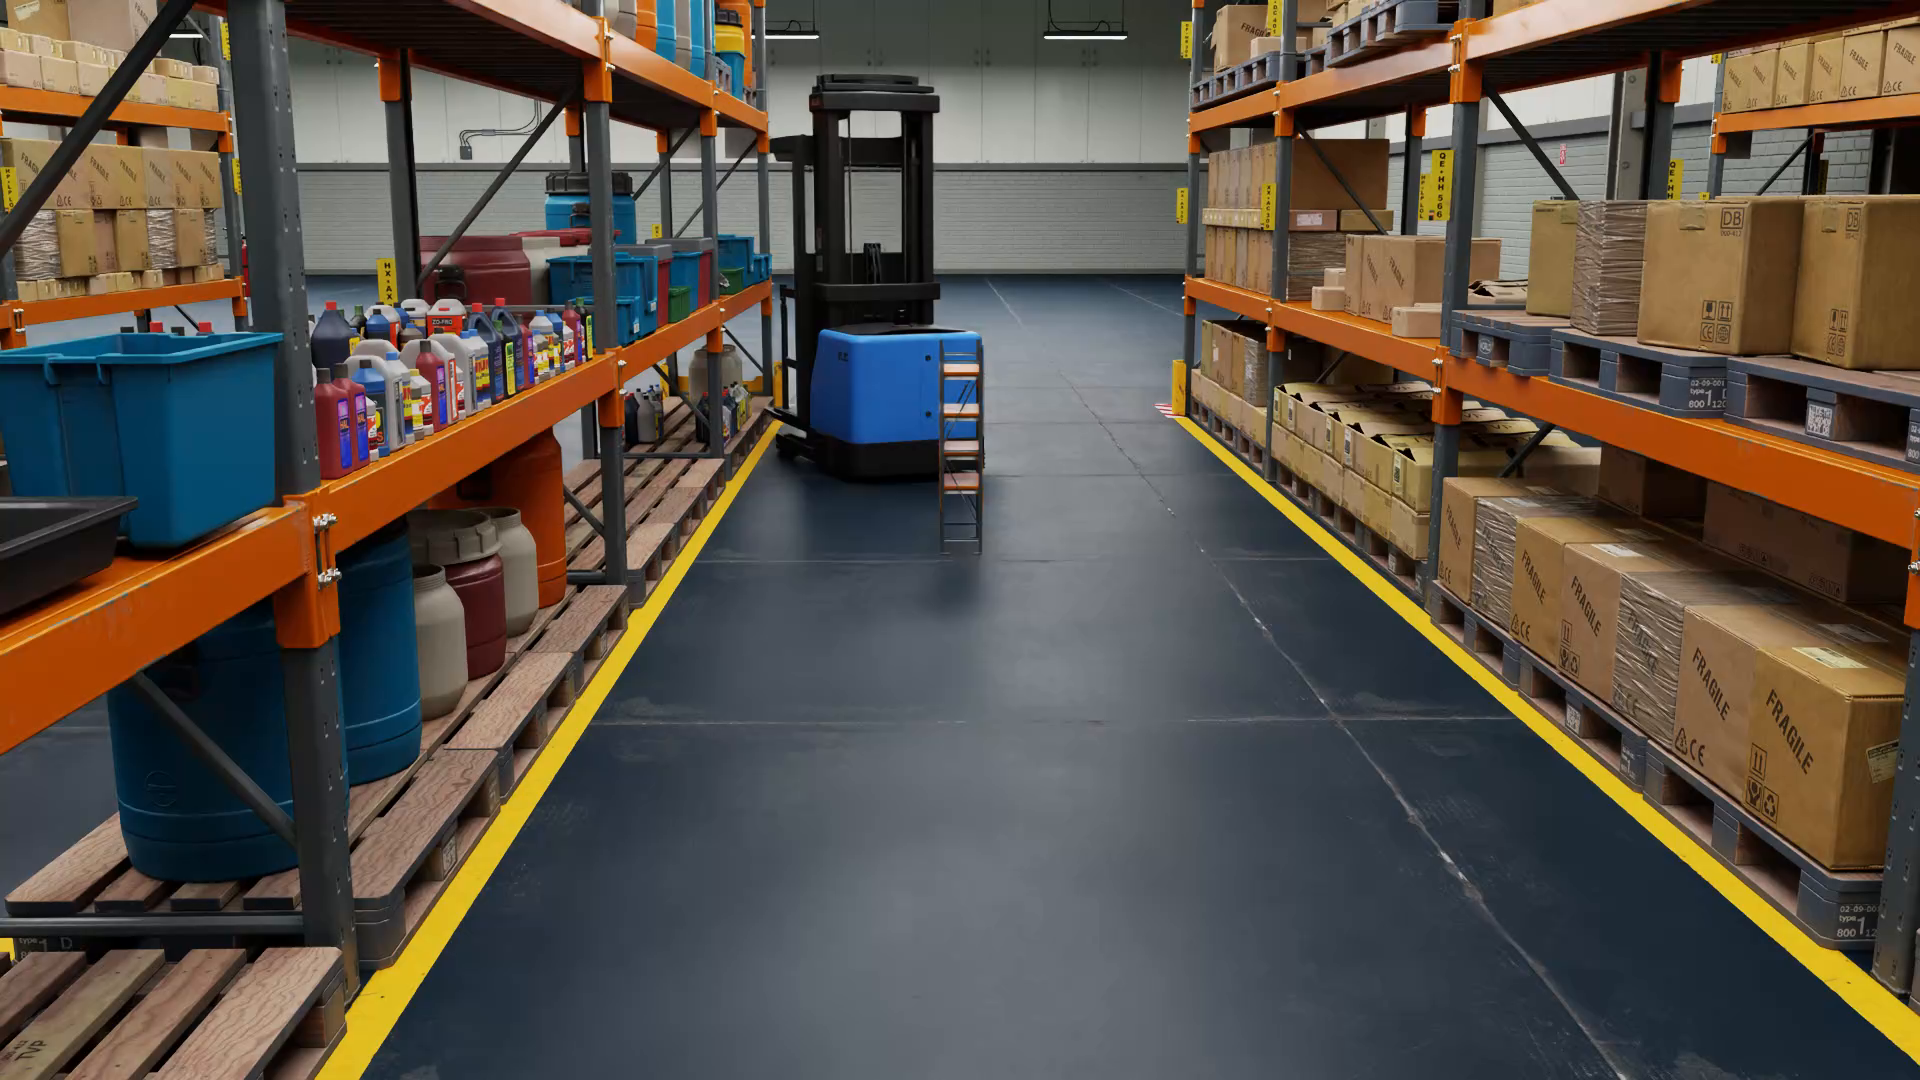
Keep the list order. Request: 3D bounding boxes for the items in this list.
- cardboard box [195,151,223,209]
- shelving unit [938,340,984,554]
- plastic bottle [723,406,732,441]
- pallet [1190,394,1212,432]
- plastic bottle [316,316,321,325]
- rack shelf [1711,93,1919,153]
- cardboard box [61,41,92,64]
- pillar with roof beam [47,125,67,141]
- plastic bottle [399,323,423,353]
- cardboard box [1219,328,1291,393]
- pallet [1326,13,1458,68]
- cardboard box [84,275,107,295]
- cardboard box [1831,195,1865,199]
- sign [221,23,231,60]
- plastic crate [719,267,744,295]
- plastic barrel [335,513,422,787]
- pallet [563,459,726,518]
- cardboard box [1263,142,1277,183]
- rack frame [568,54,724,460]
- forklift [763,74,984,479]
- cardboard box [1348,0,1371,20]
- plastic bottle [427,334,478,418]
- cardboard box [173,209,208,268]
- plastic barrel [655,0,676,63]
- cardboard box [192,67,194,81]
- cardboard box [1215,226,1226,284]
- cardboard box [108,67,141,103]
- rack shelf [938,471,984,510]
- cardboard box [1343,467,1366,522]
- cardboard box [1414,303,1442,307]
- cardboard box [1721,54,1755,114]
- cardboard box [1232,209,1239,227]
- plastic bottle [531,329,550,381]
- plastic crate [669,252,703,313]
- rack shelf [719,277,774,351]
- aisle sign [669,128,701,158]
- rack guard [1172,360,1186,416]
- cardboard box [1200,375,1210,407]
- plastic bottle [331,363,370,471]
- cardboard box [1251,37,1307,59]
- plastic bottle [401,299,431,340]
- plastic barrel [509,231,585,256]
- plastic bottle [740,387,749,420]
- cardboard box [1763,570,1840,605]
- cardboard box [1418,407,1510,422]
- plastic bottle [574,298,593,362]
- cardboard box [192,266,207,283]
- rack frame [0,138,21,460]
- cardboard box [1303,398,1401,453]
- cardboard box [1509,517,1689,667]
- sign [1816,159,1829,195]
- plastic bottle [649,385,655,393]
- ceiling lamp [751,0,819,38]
[{"bbox_3d":[-6.992,-3.231,14.926,0.500,0.500,0.500,0,11,-1],"label":"cardboard box"},{"bbox_3d":[0.003,-0.555,9.778,0.258,1.200,0.503,0,11,-1],"label":"shelving unit"},{"bbox_3d":[-1.818,-0.890,12.644,0.152,0.276,0.135,0,11,1],"label":"plastic bottle"},{"bbox_3d":[2.711,-1.176,15.324,1.003,0.211,1.213,0,11,-1],"label":"pallet"},{"bbox_3d":[-2.453,-0.727,6.423,0.097,0.271,0.097,0,11,0],"label":"plastic bottle"},{"bbox_3d":[7.648,-3.435,13.713,1.077,0.370,4.000,0,11,-1],"label":"rack shelf"},{"bbox_3d":[-6.891,-3.726,12.709,0.380,0.149,0.250,0,11,-2],"label":"cardboard box"},{"bbox_3d":[-19.324,-11.372,43.479,9.100,9.000,0.548,0,11,-1],"label":"pillar with roof beam"},{"bbox_3d":[-2.314,-0.812,7.017,0.097,0.201,0.097,0,11,0],"label":"plastic bottle"},{"bbox_3d":[2.471,-1.514,13.953,0.500,0.500,0.500,0,11,-1],"label":"cardboard box"},{"bbox_3d":[2.690,-2.838,9.436,1.003,0.211,1.213,0,11,1],"label":"pallet"},{"bbox_3d":[-6.875,-1.979,12.901,0.380,0.149,0.250,0,11,-1],"label":"cardboard box"},{"bbox_3d":[7.354,-2.516,13.358,0.500,0.500,0.500,-1,11,-3],"label":"cardboard box"},{"bbox_3d":[-6.695,-4.557,15.204,0.100,0.325,0.005,0,11,-1],"label":"sign"},{"bbox_3d":[-1.962,-2.047,13.136,0.450,0.188,0.662,0,11,-1],"label":"plastic crate"},{"bbox_3d":[-2.060,0.284,5.335,0.600,0.901,0.708,0,11,-1],"label":"plastic barrel"},{"bbox_3d":[-2.161,-0.357,11.288,1.003,0.211,1.213,0,11,-1],"label":"pallet"},{"bbox_3d":[2.709,-2.773,12.667,0.700,0.500,0.500,0,11,-1],"label":"cardboard box"},{"bbox_3d":[-2.216,-1.880,11.780,1.000,3.000,0.127,0,11,-1],"label":"rack frame"},{"bbox_3d":[-0.851,-2.131,13.190,1.130,2.935,3.031,-5,12,-22],"label":"forklift"},{"bbox_3d":[2.754,-3.270,10.409,0.500,0.250,0.500,-1,12,-7],"label":"cardboard box"},{"bbox_3d":[-1.703,-0.552,5.549,0.152,0.276,0.135,0,11,-1],"label":"plastic bottle"},{"bbox_3d":[-7.136,-2.641,14.532,0.875,0.500,0.500,0,11,-1],"label":"cardboard box"},{"bbox_3d":[-1.961,-3.235,9.656,0.600,0.901,0.708,0,11,-1],"label":"plastic barrel"},{"bbox_3d":[-7.045,-4.140,14.752,0.380,0.149,0.250,-1,11,-3],"label":"cardboard box"},{"bbox_3d":[2.666,-2.546,14.813,0.700,0.500,0.500,0,11,0],"label":"cardboard box"},{"bbox_3d":[-6.956,-3.655,13.364,0.500,0.250,0.500,0,11,-2],"label":"cardboard box"},{"bbox_3d":[0.003,-0.295,9.830,0.258,0.148,0.480,0,11,-1],"label":"rack shelf"},{"bbox_3d":[2.543,-0.268,9.697,0.500,0.250,0.500,0,11,0],"label":"cardboard box"},{"bbox_3d":[2.736,-1.234,9.230,0.380,0.149,0.250,1,11,3],"label":"cardboard box"},{"bbox_3d":[7.363,-4.177,15.257,0.500,0.500,0.500,0,11,0],"label":"cardboard box"},{"bbox_3d":[2.477,-2.677,13.826,0.380,0.149,0.250,0,11,-1],"label":"cardboard box"},{"bbox_3d":[-1.700,-0.743,6.676,0.097,0.201,0.097,0,11,0],"label":"plastic bottle"},{"bbox_3d":[-1.882,-1.654,10.707,0.392,0.384,0.575,0,11,-1],"label":"plastic crate"},{"bbox_3d":[-2.257,-1.925,13.811,1.077,0.370,4.000,0,11,-1],"label":"rack shelf"},{"bbox_3d":[-2.593,-3.962,15.505,0.394,0.787,0.004,0,11,-1],"label":"aisle sign"},{"bbox_3d":[2.653,-1.474,16.068,1.175,0.500,0.348,0,11,-1],"label":"rack guard"},{"bbox_3d":[2.456,-1.346,15.007,0.500,0.250,0.500,0,11,-1],"label":"cardboard box"},{"bbox_3d":[-1.635,-0.333,4.451,0.061,0.283,0.133,0,11,-1],"label":"plastic bottle"},{"bbox_3d":[2.438,-3.759,12.724,0.380,0.149,0.250,0,11,-1],"label":"cardboard box"},{"bbox_3d":[-2.448,-0.936,7.442,0.152,0.276,0.135,0,11,-1],"label":"plastic bottle"},{"bbox_3d":[-2.391,-1.523,9.681,0.433,0.535,0.433,0,11,0],"label":"plastic barrel"},{"bbox_3d":[-1.845,-1.142,13.888,0.152,0.276,0.135,0,11,-1],"label":"plastic bottle"},{"bbox_3d":[3.110,0.398,5.734,0.500,0.500,0.500,0,11,0],"label":"cardboard box"},{"bbox_3d":[3.063,-0.650,10.170,0.500,0.311,0.500,0,11,-2],"label":"cardboard box"},{"bbox_3d":[-1.698,-0.949,7.484,0.061,0.283,0.133,0,11,-1],"label":"plastic bottle"},{"bbox_3d":[-6.977,-2.376,14.860,0.380,0.149,0.250,0,11,-1],"label":"cardboard box"},{"bbox_3d":[-7.168,-1.859,11.679,1.000,3.000,0.127,0,11,-1],"label":"rack frame"},{"bbox_3d":[2.513,-0.747,10.644,0.500,0.311,0.500,-1,11,-3],"label":"cardboard box"},{"bbox_3d":[2.564,0.201,6.706,0.500,0.500,0.500,0,11,-2],"label":"cardboard box"},{"bbox_3d":[8.162,-3.436,15.745,0.100,0.325,0.005,0,11,-1],"label":"sign"},{"bbox_3d":[-2.586,-1.152,13.920,0.061,0.283,0.133,0,11,0],"label":"plastic bottle"},{"bbox_3d":[-4.352,-13.525,39.414,2.000,3.185,0.800,0,11,-1],"label":"ceiling lamp"}]
